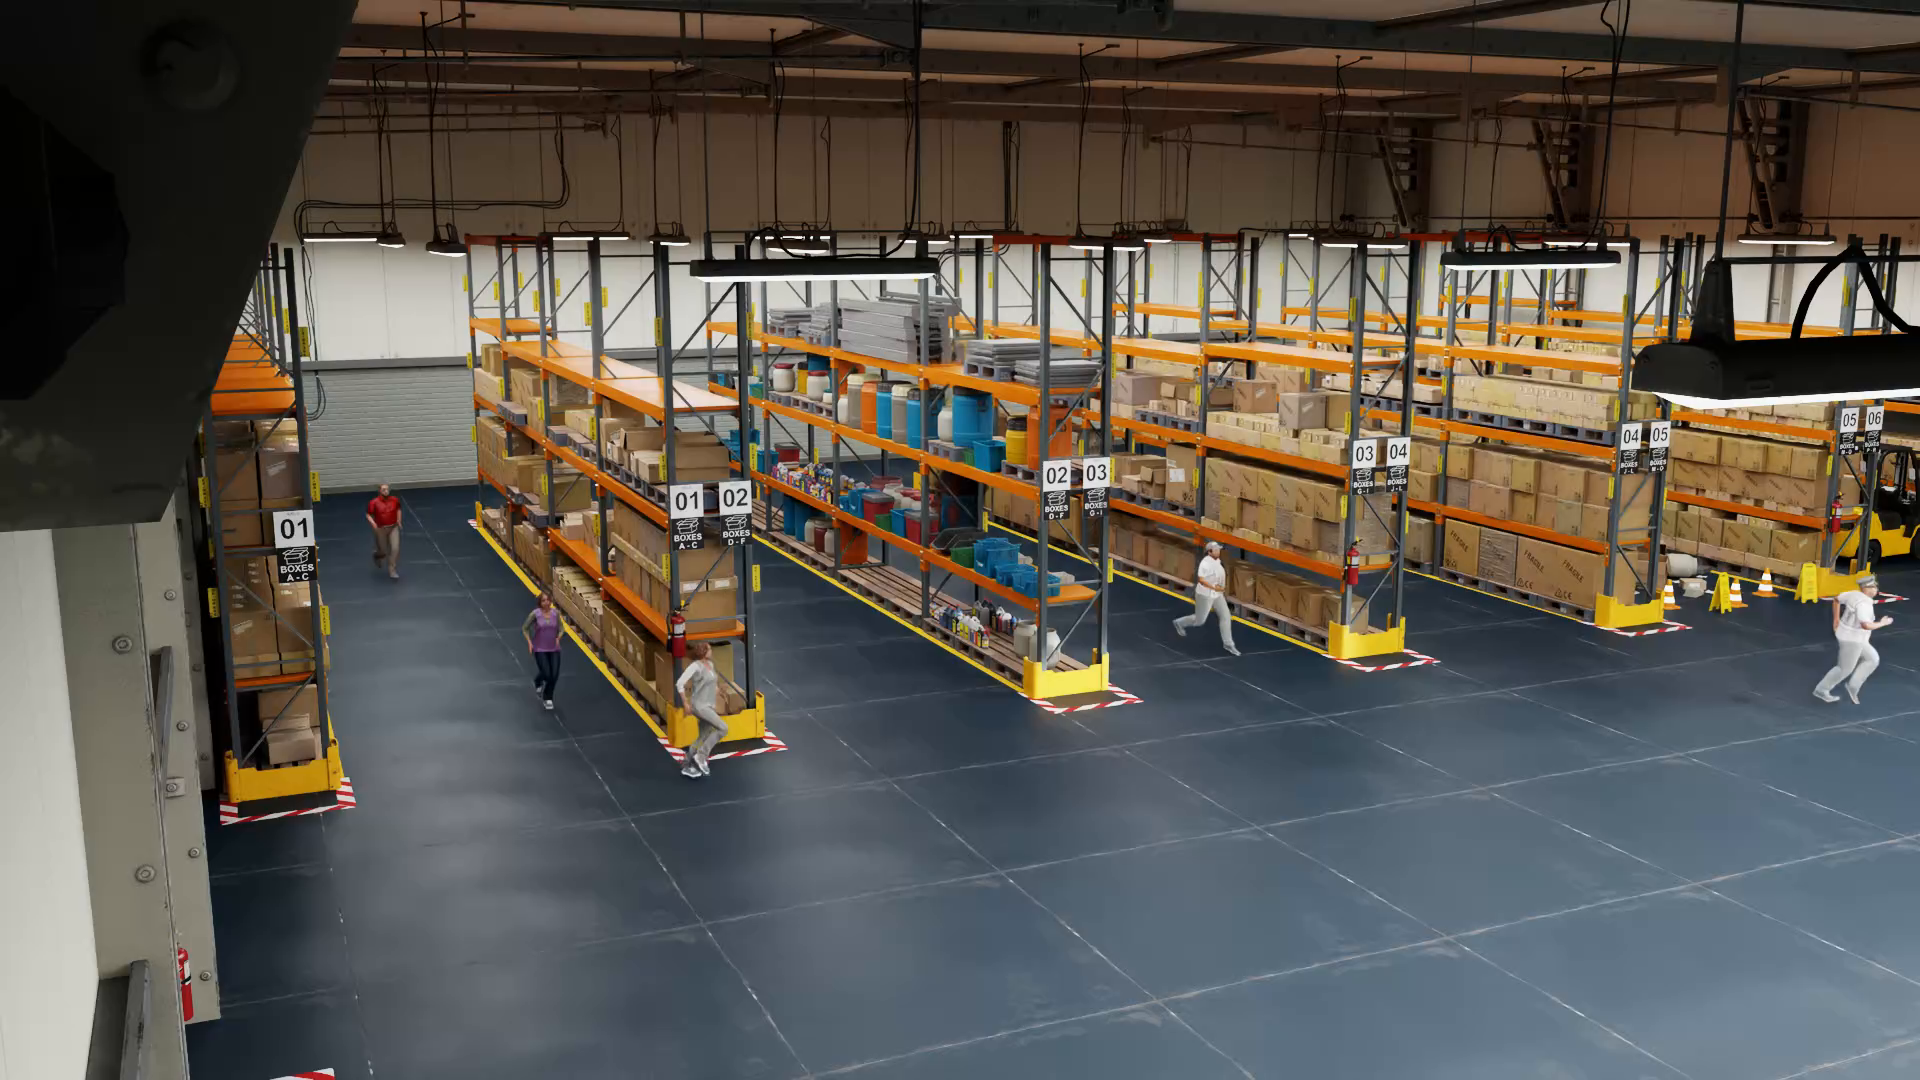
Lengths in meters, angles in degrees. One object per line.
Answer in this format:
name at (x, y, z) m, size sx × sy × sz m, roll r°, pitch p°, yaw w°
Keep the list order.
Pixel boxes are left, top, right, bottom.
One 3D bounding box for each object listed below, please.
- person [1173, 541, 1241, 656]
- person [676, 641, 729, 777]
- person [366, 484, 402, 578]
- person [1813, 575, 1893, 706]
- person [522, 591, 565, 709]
person at (3.658, 0.841, 24.562) m, size 1.082 × 1.673 × 0.577 m, roll 10°, pitch 15°, yaw 41°
person at (-2.912, 1.928, 19.090) m, size 0.575 × 1.532 × 0.539 m, roll 2°, pitch 11°, yaw 12°
person at (-10.265, -0.187, 29.709) m, size 0.652 × 1.686 × 0.754 m, roll -8°, pitch 14°, yaw -36°
person at (11.698, 1.310, 21.765) m, size 0.835 × 1.782 × 0.692 m, roll 4°, pitch 12°, yaw 19°
person at (-5.374, 1.442, 21.622) m, size 0.531 × 1.557 × 0.539 m, roll -6°, pitch 13°, yaw -30°
